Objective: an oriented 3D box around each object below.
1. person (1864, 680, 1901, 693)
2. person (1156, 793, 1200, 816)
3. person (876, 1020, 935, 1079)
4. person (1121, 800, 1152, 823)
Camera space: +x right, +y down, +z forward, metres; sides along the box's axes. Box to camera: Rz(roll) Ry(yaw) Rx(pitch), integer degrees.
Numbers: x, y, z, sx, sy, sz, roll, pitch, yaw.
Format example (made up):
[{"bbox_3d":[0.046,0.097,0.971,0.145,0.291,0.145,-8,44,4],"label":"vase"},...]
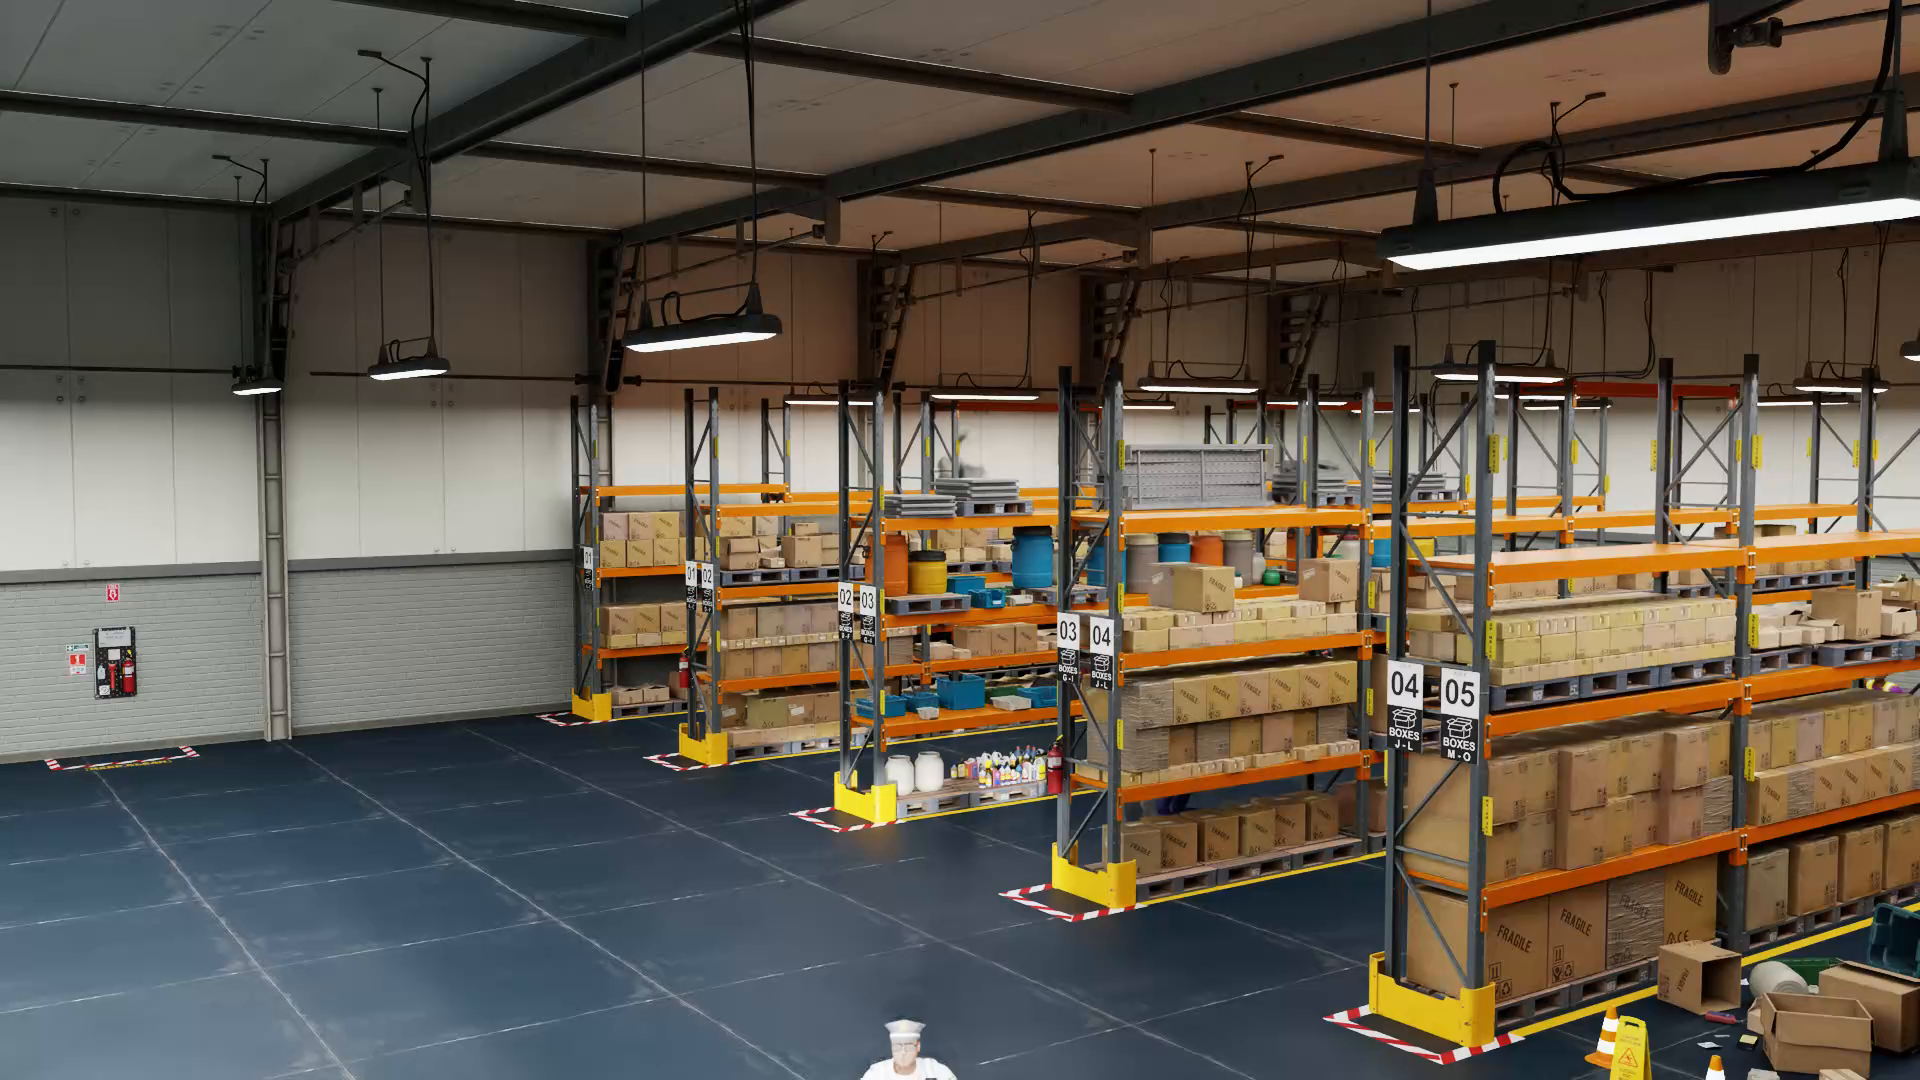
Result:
[{"bbox_3d":[13.946,2.656,25.154,0.667,1.606,0.658,-3,5,-42],"label":"person"},{"bbox_3d":[4.786,3.367,16.744,3.294,1.606,10.250,-3,4,-38],"label":"person"},{"bbox_3d":[-0.309,3.692,9.844,0.449,1.790,0.944,0,3,2],"label":"person"},{"bbox_3d":[1.353,1.839,29.100,12.060,3.212,9.838,3,5,44],"label":"person"}]
